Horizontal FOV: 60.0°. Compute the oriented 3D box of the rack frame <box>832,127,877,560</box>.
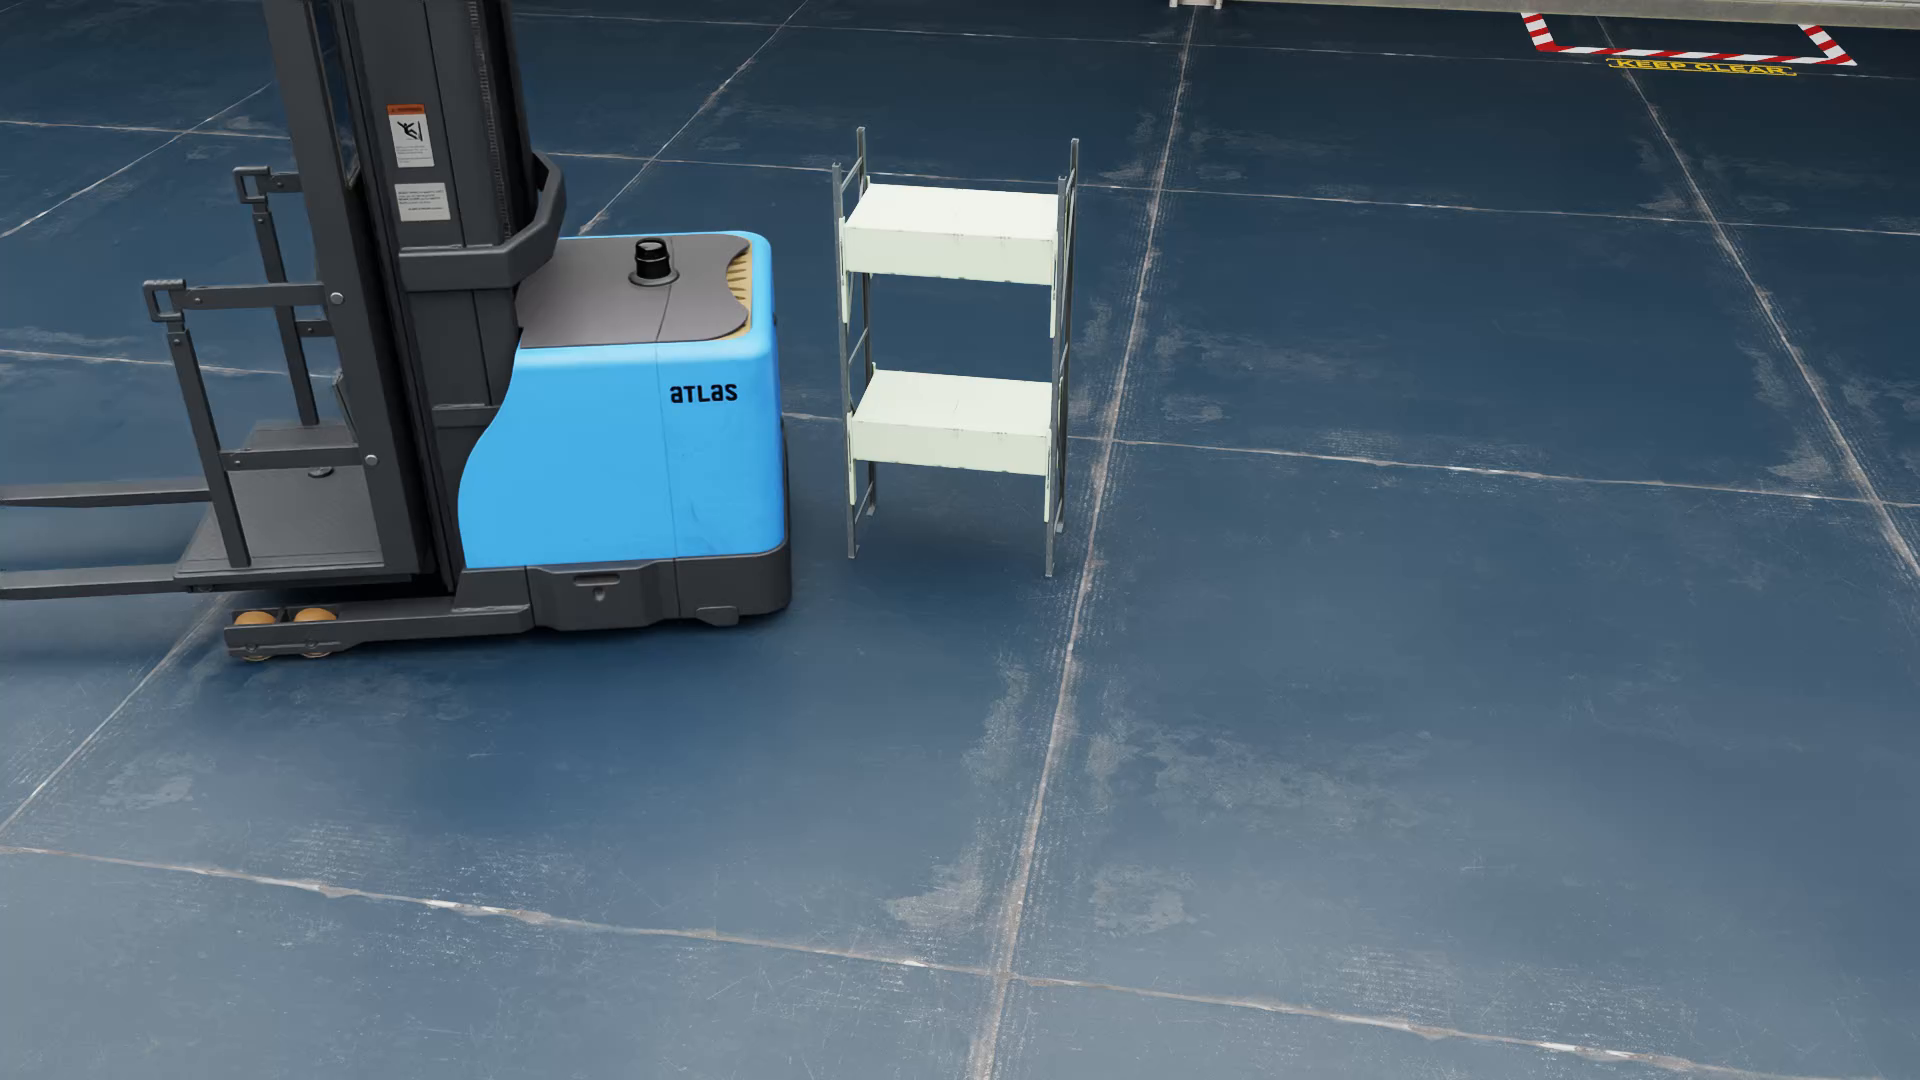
[{"bbox_3d":[-0.367,-0.669,5.905,0.023,1.500,0.400,5,32,8],"label":"rack frame"}]

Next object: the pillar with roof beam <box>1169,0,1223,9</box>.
[{"bbox_3d":[1.112,-5.736,6.932,0.400,9.000,9.100,5,32,8],"label":"pillar with roof beam"}]

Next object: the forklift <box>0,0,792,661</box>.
[{"bbox_3d":[-2.137,-1.130,5.293,3.031,2.935,1.130,-3,32,-5],"label":"forklift"}]

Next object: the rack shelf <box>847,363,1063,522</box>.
[{"bbox_3d":[-0.007,-0.360,6.026,0.720,0.370,0.431,5,32,8],"label":"rack shelf"}]

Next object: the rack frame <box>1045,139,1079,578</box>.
[{"bbox_3d":[0.354,-0.604,5.801,0.023,1.500,0.400,5,32,8],"label":"rack frame"}]

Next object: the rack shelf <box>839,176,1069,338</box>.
[{"bbox_3d":[-0.007,-0.967,5.646,0.720,0.370,0.431,5,32,8],"label":"rack shelf"}]

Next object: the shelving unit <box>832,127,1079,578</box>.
[{"bbox_3d":[-0.007,-0.636,5.853,0.755,1.500,0.431,5,32,8],"label":"shelving unit"}]
